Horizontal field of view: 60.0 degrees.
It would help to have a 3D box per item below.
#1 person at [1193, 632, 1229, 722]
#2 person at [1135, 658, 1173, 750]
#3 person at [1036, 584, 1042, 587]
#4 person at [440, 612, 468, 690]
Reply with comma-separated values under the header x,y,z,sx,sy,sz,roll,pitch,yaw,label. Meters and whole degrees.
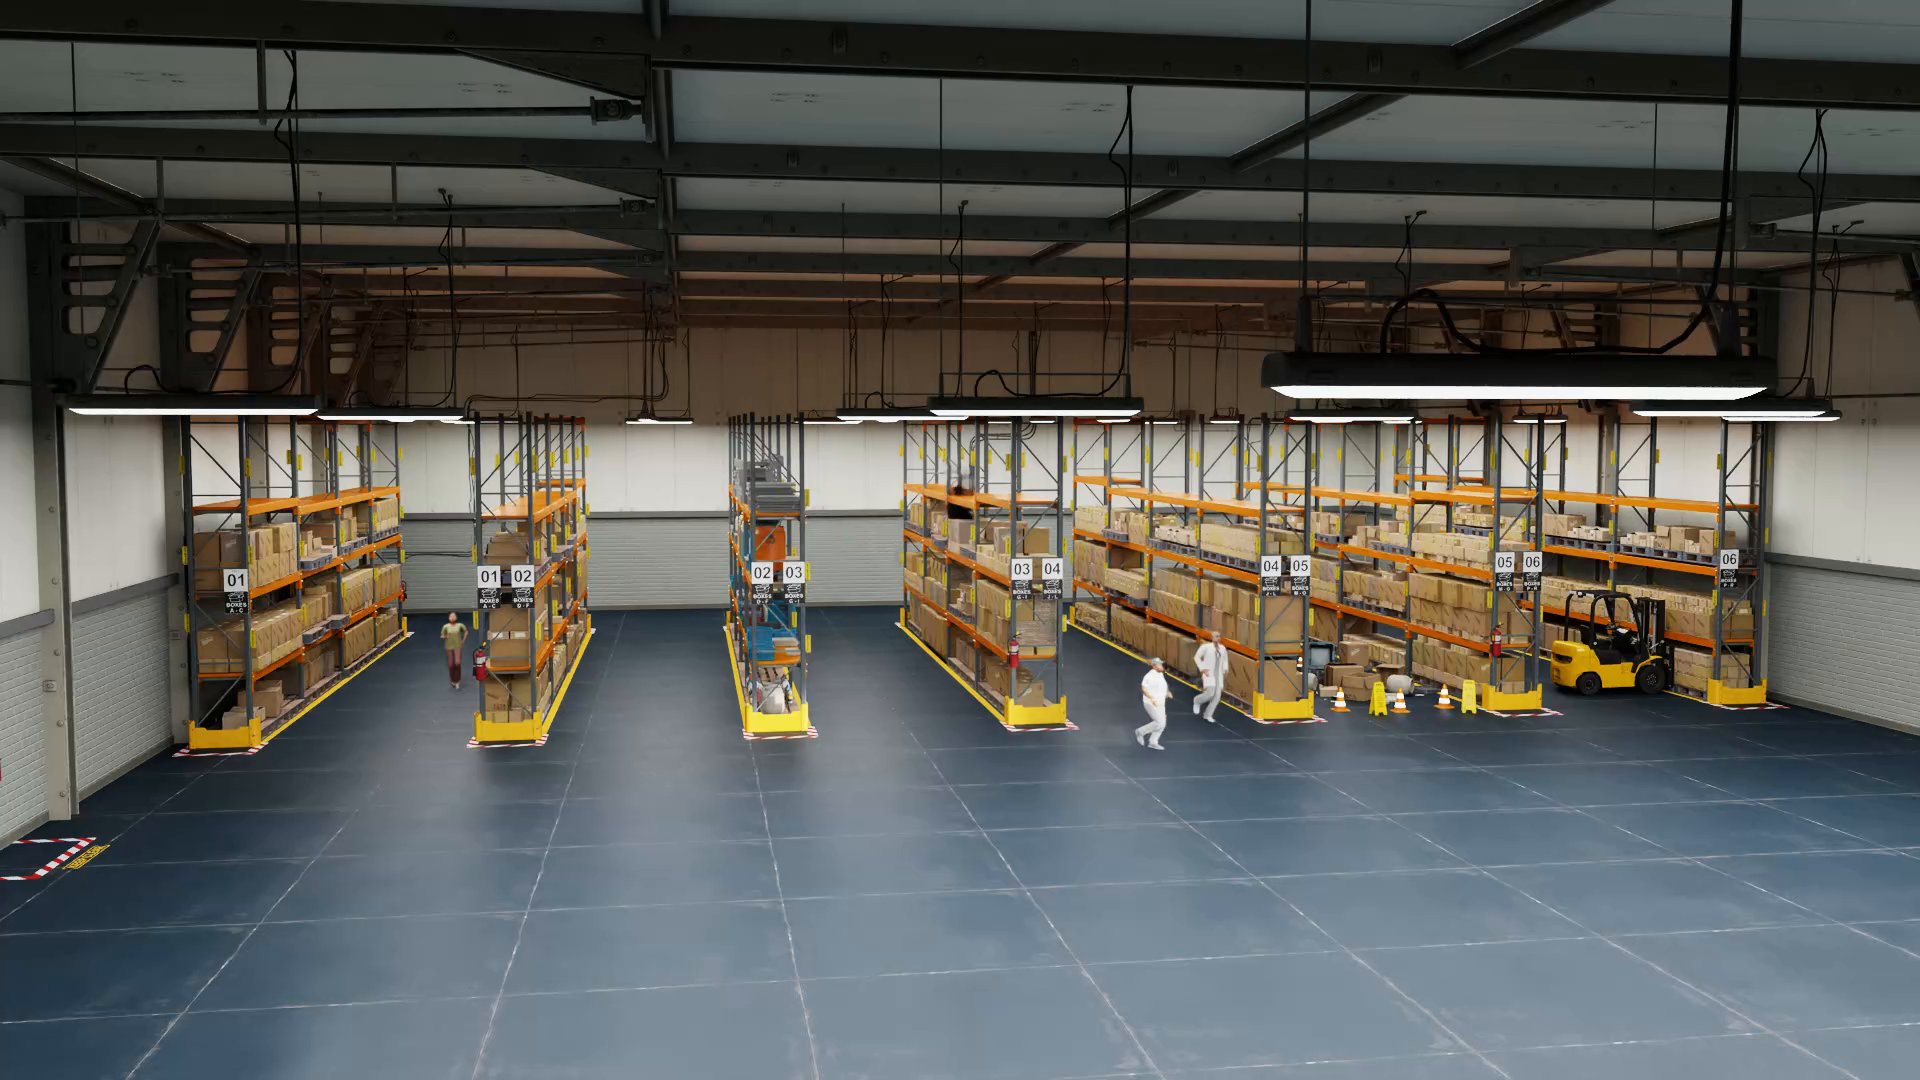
x,y,z,sx,sy,sz,roll,pitch,yaw,label
4.940,2.667,32.589,0.728,1.759,0.628,-2,4,-25,person
3.470,2.905,29.610,0.588,1.641,0.599,2,4,28,person
2.295,1.708,46.511,0.734,1.722,0.647,0,4,1,person
-11.079,2.415,36.400,0.558,1.705,0.670,-1,4,-11,person
